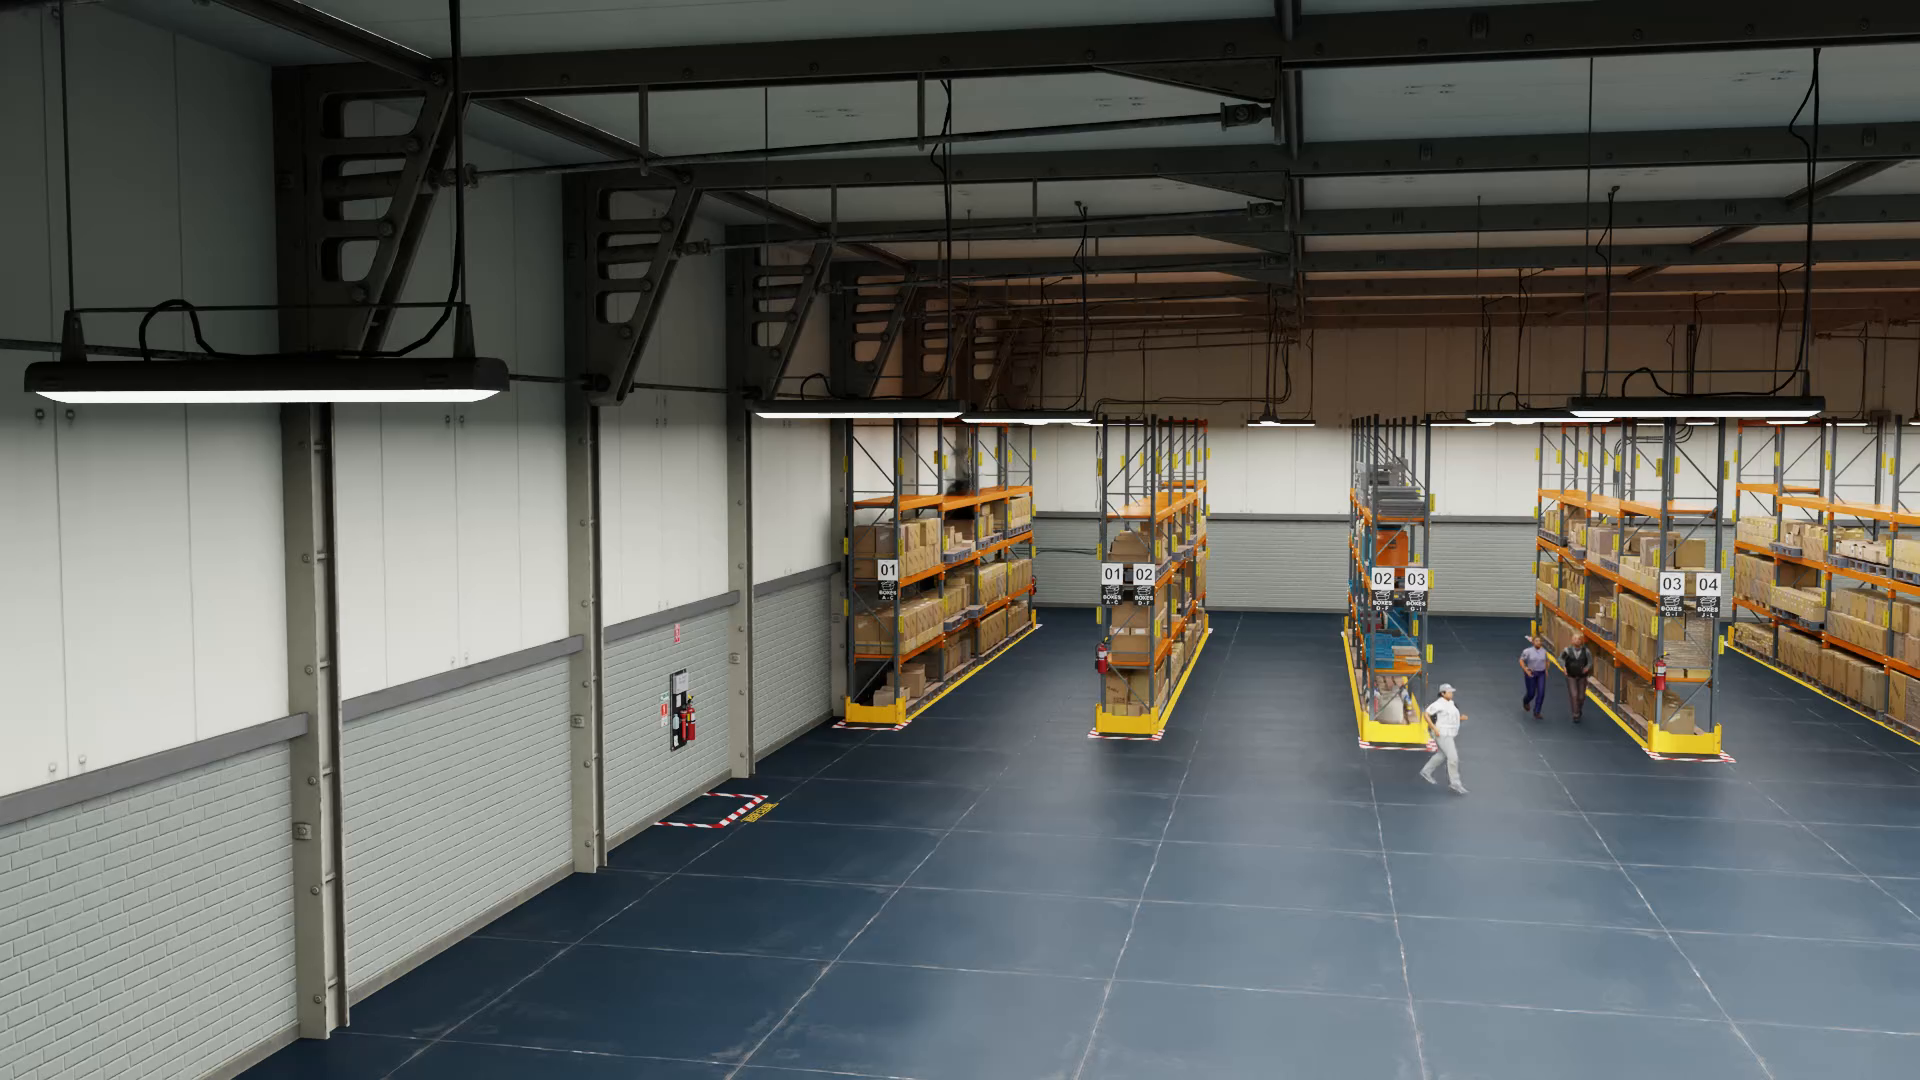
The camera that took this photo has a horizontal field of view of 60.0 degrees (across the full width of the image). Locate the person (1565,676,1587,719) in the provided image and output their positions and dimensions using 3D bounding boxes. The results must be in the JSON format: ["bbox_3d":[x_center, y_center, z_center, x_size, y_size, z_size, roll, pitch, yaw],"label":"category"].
[{"bbox_3d":[12.071,3.013,32.625,0.413,0.942,0.638,1,4,12],"label":"person"}]

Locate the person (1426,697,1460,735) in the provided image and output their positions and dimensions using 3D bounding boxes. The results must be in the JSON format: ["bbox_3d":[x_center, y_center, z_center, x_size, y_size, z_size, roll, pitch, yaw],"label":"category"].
[{"bbox_3d":[7.684,2.779,26.358,0.447,0.571,0.564,3,5,38],"label":"person"}]

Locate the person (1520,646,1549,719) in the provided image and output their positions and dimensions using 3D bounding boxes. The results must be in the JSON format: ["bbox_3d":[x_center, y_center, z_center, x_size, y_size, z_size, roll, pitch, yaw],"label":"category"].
[{"bbox_3d":[11.465,2.814,33.176,0.584,1.433,0.672,0,4,2],"label":"person"}]
